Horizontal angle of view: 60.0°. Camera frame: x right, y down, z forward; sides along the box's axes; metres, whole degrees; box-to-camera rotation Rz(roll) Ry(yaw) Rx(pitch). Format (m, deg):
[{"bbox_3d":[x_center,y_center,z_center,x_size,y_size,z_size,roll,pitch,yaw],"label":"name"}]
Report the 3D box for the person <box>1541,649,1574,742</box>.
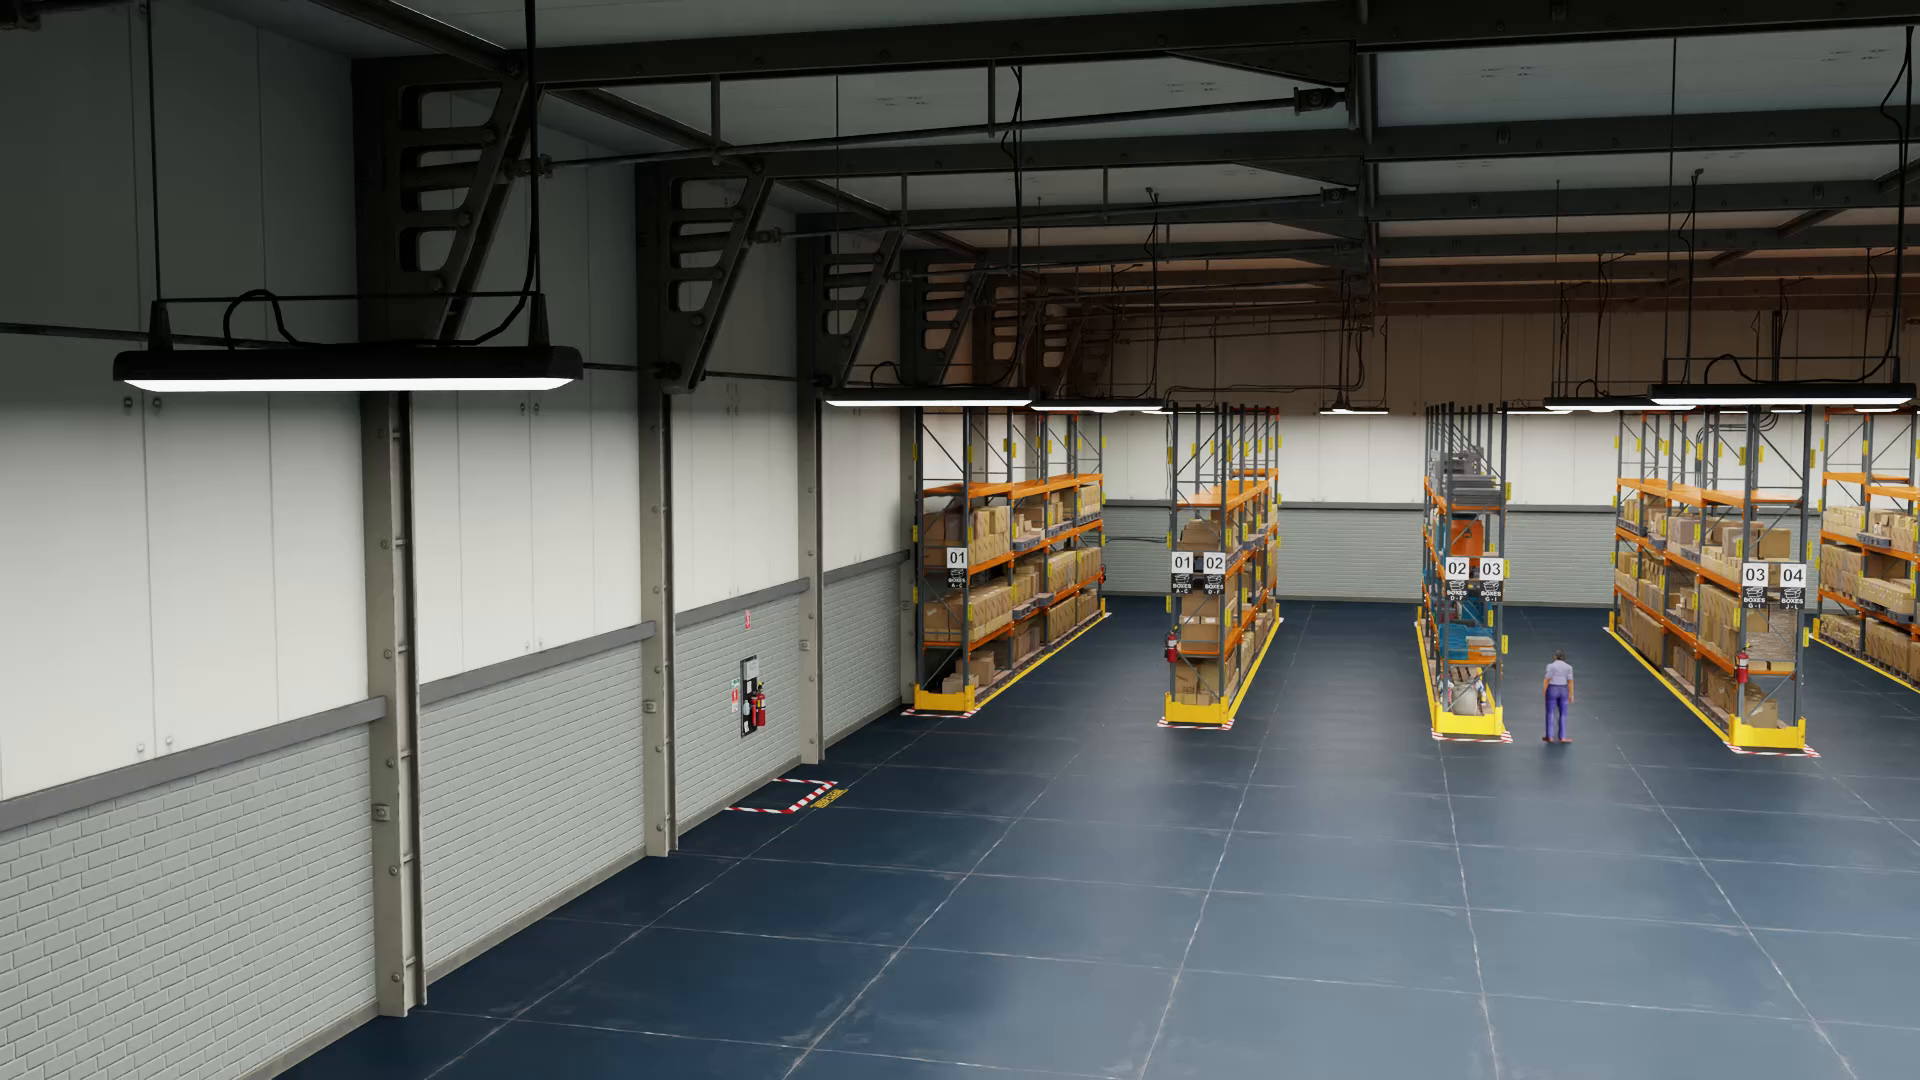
[{"bbox_3d":[10.561,2.743,29.327,0.532,1.655,0.346,1,4,13],"label":"person"}]
